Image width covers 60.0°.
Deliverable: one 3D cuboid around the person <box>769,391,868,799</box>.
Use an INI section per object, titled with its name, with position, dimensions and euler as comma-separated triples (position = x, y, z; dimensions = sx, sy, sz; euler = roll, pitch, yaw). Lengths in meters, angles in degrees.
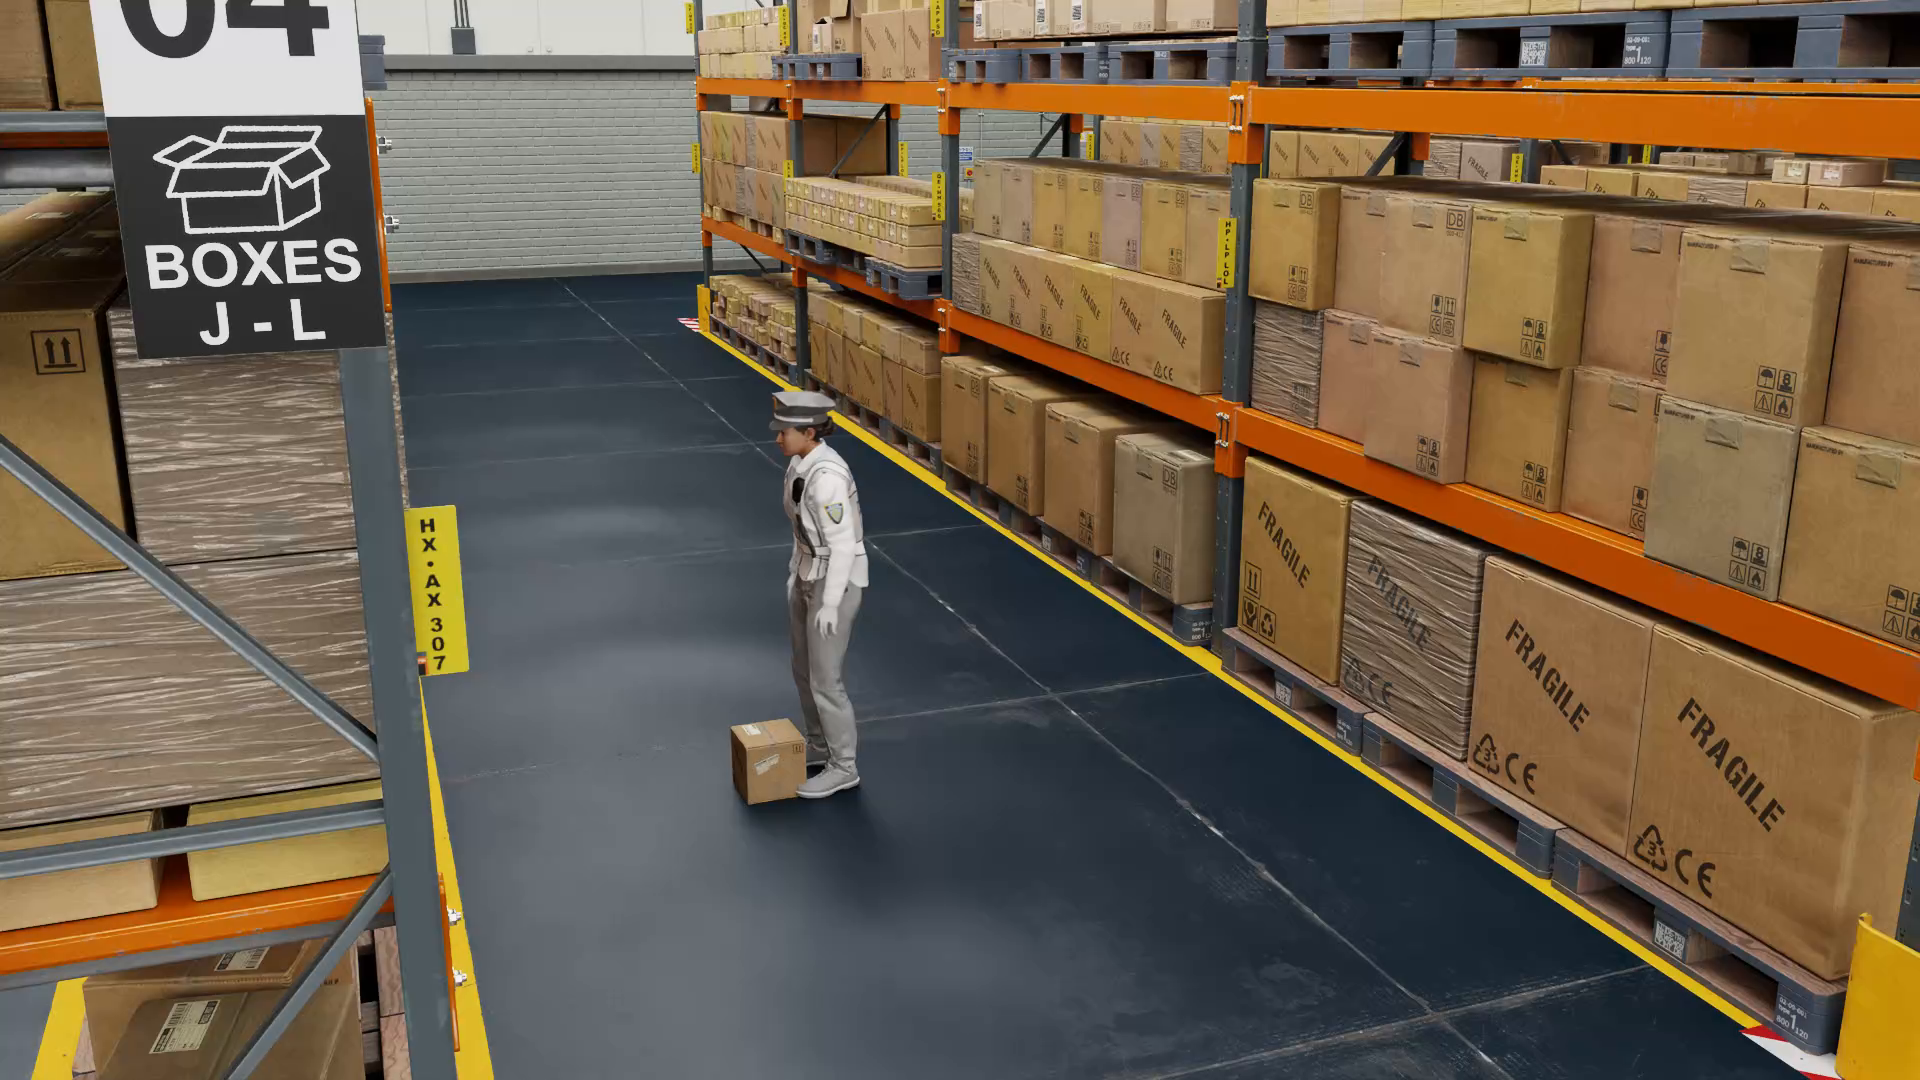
[person]
position = -0.575, 0.209, 6.778
dimensions = 0.378, 1.663, 0.531
euler = -6, 17, -21
